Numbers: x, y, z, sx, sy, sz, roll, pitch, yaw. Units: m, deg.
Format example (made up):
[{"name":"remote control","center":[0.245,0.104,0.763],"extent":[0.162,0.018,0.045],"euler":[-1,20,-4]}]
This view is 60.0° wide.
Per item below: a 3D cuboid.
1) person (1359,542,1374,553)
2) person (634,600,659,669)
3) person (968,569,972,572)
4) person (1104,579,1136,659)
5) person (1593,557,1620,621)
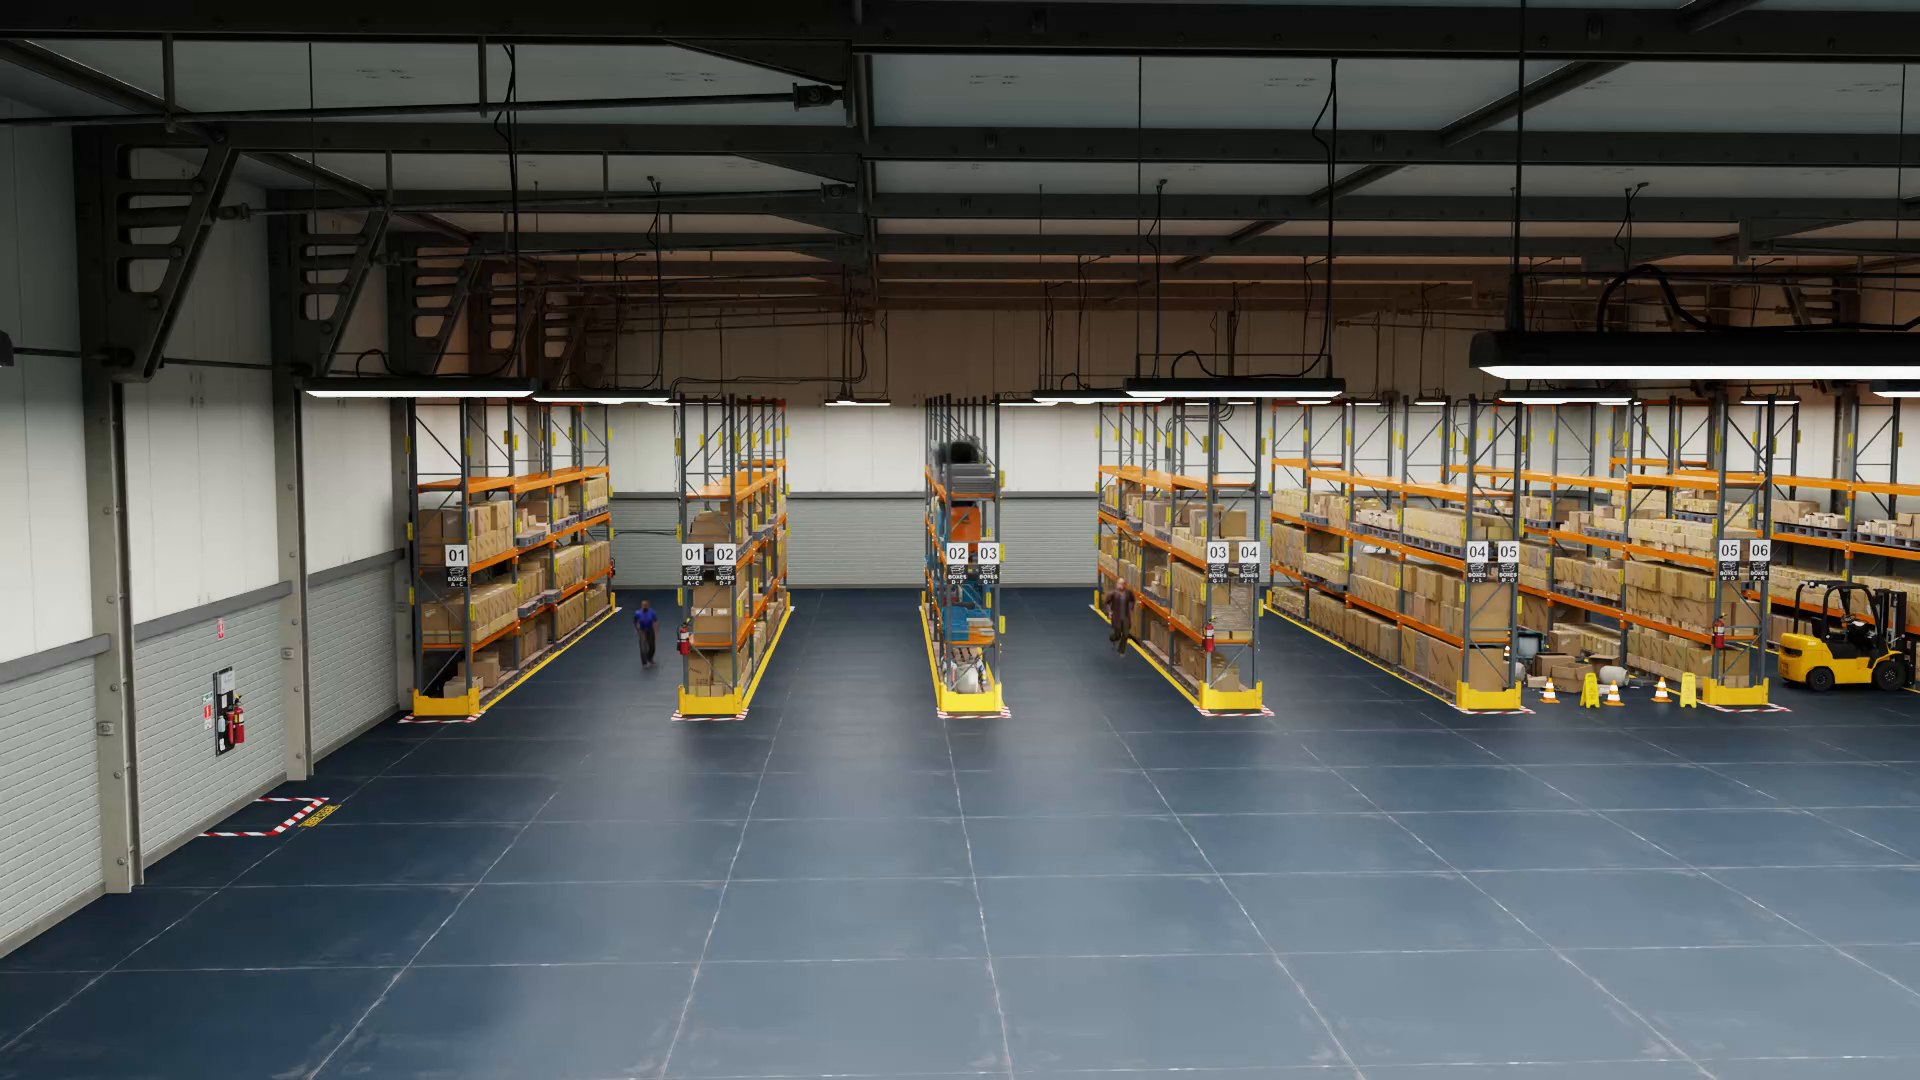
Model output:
[{"name":"person","center":[12.406,0.825,50.874],"extent":[0.776,1.808,0.683],"euler":[-2,5,-25]},{"name":"person","center":[-6.915,2.053,36.636],"extent":[0.576,1.558,0.790],"euler":[-2,5,-21]},{"name":"person","center":[0.209,0.911,49.999],"extent":[0.972,1.649,0.598],"euler":[3,6,36]},{"name":"person","center":[3.517,1.706,36.578],"extent":[0.727,1.734,0.721],"euler":[-1,5,-14]},{"name":"person","center":[17.367,1.308,44.659],"extent":[0.619,1.730,0.990],"euler":[-2,5,-22]}]
